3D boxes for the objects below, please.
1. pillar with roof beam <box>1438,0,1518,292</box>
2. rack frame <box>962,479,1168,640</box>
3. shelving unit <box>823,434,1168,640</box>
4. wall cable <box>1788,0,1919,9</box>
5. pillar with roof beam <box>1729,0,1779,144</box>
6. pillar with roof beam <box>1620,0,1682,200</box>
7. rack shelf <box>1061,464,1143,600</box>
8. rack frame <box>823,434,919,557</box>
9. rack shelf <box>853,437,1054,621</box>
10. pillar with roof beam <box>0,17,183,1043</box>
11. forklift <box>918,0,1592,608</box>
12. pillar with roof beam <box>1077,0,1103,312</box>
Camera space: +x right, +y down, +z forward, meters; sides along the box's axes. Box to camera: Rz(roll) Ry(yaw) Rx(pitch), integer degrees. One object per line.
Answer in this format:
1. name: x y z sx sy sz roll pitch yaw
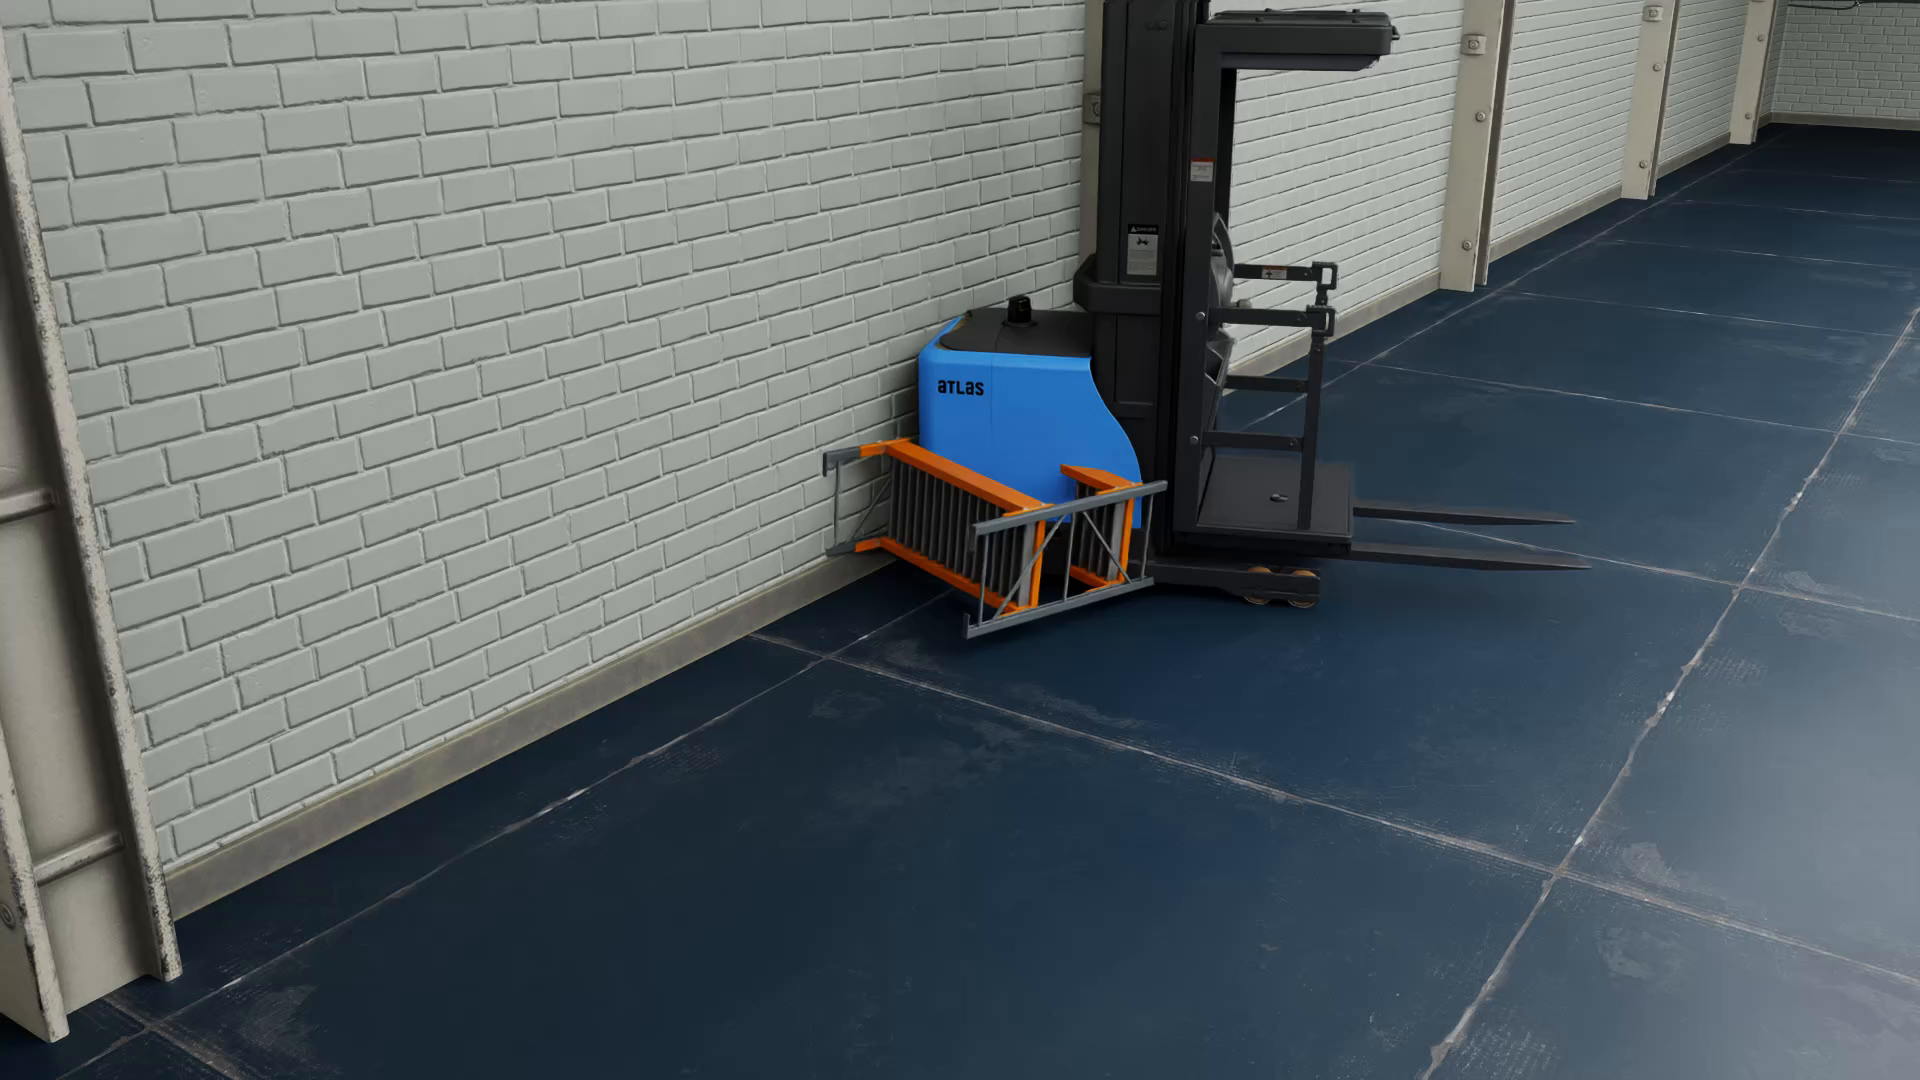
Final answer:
1. pillar with roof beam: 7.804 -5.534 10.255 9.100 9.000 0.400 13 24 32
2. rack frame: 0.464 0.070 7.124 1.125 0.500 0.032 -14 28 -38
3. shelving unit: 0.138 -0.094 7.478 1.125 0.538 1.048 -14 28 -38
4. wall cable: 13.739 -8.948 23.959 3.097 2.526 0.112 13 24 32
5. pillar with roof beam: 14.550 -8.977 19.563 9.100 9.000 0.400 13 24 32
6. pillar with roof beam: 11.177 -7.256 14.909 9.100 9.000 0.400 13 24 32
7. rack shelf: 0.361 -0.148 7.659 0.278 0.538 1.000 -14 28 -38
8. rack frame: -0.189 -0.258 7.831 1.125 0.500 0.032 -14 28 -38
9. rack shelf: -0.049 -0.049 7.326 0.278 0.538 1.000 -14 28 -38
10. pillar with roof beam: 1.059 -2.091 0.947 9.100 9.000 0.400 13 24 32
11. forklift: 1.369 -1.273 7.481 3.031 2.935 1.130 4 21 12
12. pillar with roof beam: 4.431 -3.813 5.601 9.100 9.000 0.400 13 24 32
